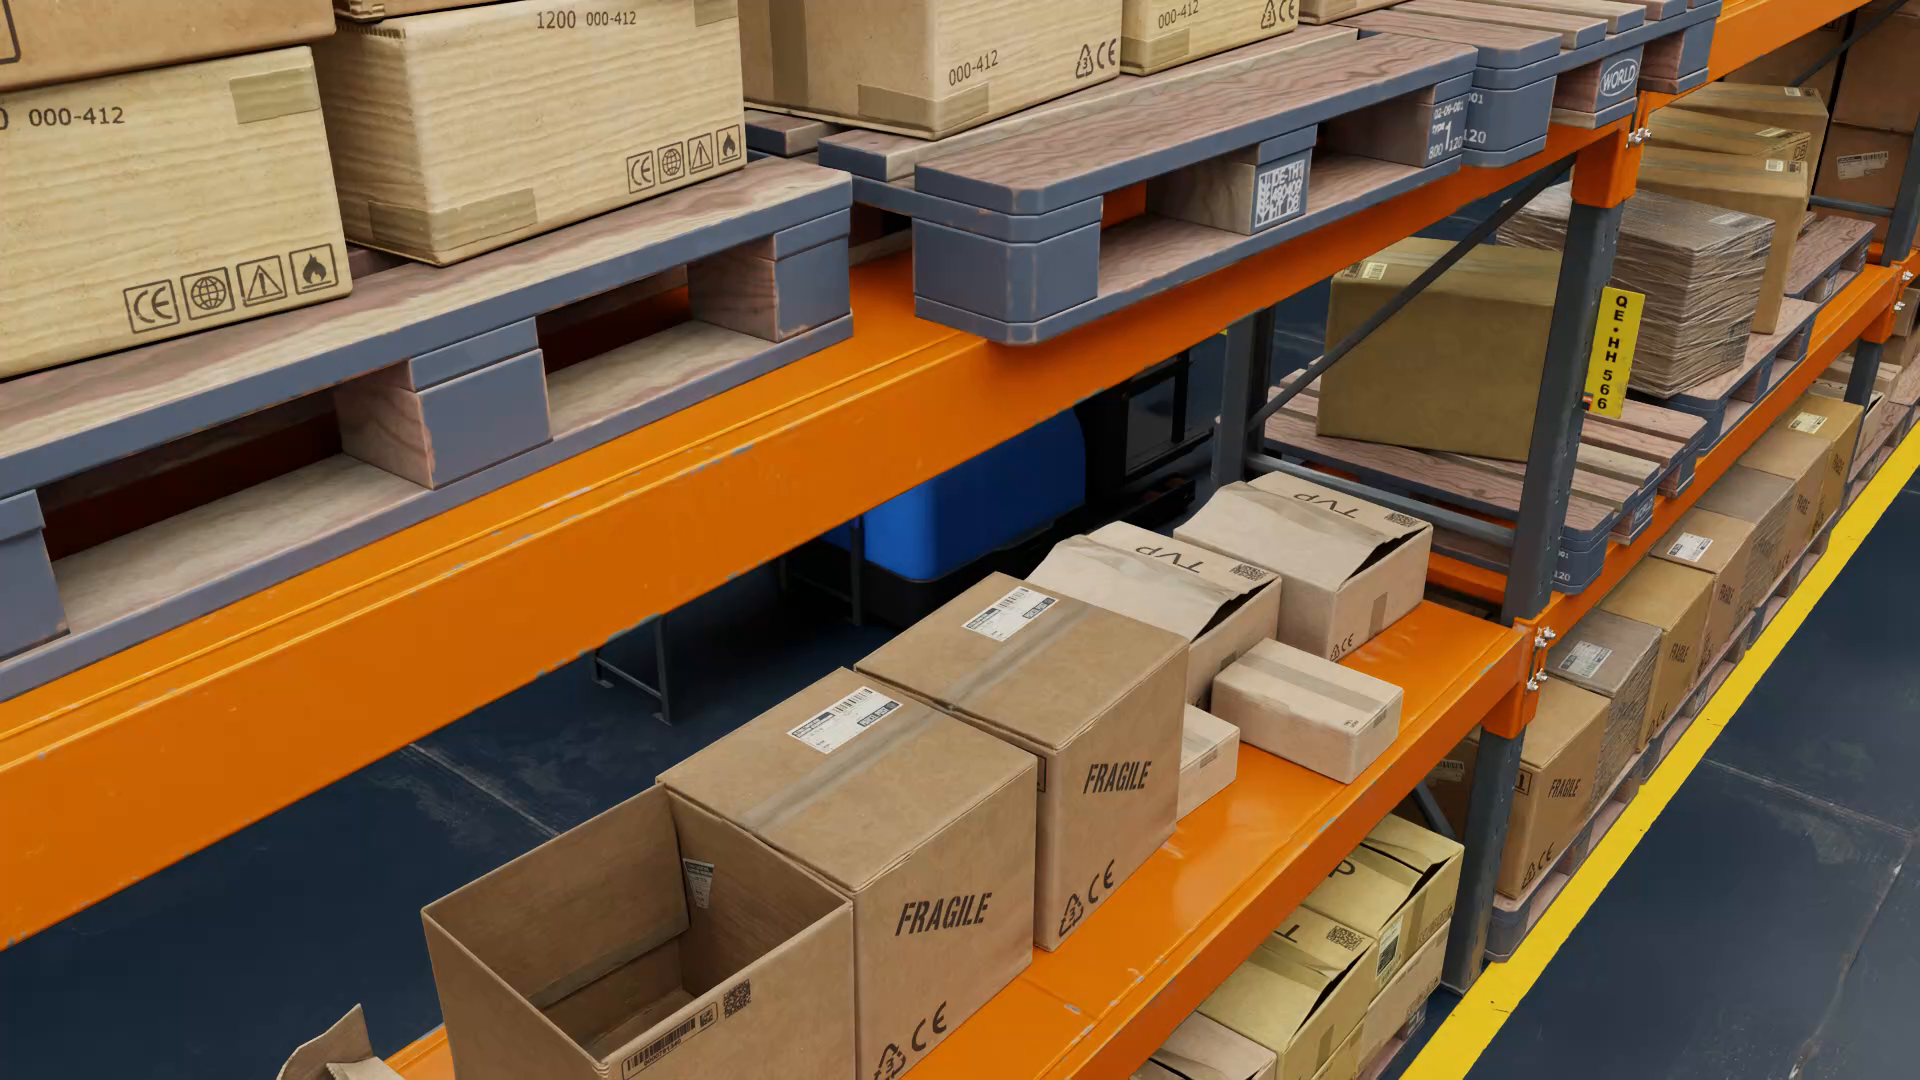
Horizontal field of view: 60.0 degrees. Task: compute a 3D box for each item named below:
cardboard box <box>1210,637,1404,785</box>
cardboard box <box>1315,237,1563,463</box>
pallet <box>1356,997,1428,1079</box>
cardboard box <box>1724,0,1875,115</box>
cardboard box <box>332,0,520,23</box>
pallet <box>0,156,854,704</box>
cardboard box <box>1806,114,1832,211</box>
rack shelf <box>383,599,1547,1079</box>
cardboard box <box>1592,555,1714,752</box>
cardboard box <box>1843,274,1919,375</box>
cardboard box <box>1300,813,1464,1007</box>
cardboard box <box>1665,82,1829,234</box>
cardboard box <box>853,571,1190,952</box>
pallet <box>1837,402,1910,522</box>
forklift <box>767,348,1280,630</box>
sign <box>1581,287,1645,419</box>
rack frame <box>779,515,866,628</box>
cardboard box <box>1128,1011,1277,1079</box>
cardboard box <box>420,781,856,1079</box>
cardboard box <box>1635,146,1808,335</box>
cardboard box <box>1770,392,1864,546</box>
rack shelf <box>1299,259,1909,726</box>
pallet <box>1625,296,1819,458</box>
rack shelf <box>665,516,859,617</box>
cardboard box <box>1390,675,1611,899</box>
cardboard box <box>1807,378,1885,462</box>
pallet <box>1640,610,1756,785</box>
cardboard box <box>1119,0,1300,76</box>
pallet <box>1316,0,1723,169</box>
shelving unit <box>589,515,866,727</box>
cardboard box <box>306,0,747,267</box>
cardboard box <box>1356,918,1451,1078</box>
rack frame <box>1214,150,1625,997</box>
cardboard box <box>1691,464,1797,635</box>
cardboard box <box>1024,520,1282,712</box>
[{"bbox_3d":[0.826,0.403,3.980,0.380,0.149,0.250,21,34,34],"label":"cardboard box"},{"bbox_3d":[1.498,-0.596,5.071,0.700,0.500,0.500,10,29,18],"label":"cardboard box"},{"bbox_3d":[0.631,1.410,4.794,1.003,0.211,1.213,21,34,34],"label":"pallet"},{"bbox_3d":[3.851,-2.270,7.677,0.500,0.500,0.500,21,34,35],"label":"cardboard box"},{"bbox_3d":[-0.592,-0.891,1.834,0.500,0.500,0.500,-25,36,-39],"label":"cardboard box"},{"bbox_3d":[-0.808,-0.254,1.920,0.805,0.209,1.217,19,33,32],"label":"pallet"},{"bbox_3d":[3.849,-1.823,7.901,0.500,0.500,0.500,21,34,35],"label":"cardboard box"},{"bbox_3d":[-0.087,0.920,3.490,1.077,0.370,4.000,21,34,34],"label":"rack shelf"},{"bbox_3d":[2.347,0.365,6.022,0.500,0.500,0.500,20,34,34],"label":"cardboard box"},{"bbox_3d":[4.920,-1.281,9.200,0.797,0.503,0.637,21,34,34],"label":"cardboard box"},{"bbox_3d":[1.042,0.935,4.604,0.500,0.311,0.500,22,34,36],"label":"cardboard box"},{"bbox_3d":[3.255,-1.655,7.119,0.700,0.500,0.500,9,29,18],"label":"cardboard box"},{"bbox_3d":[0.130,0.447,3.513,0.500,0.500,0.500,19,33,32],"label":"cardboard box"},{"bbox_3d":[4.167,-0.531,8.548,1.003,0.211,1.213,21,34,34],"label":"pallet"},{"bbox_3d":[0.486,-1.511,7.481,1.130,2.935,3.031,23,35,37],"label":"forklift"},{"bbox_3d":[1.615,-0.462,4.118,0.100,0.325,0.005,21,34,34],"label":"sign"},{"bbox_3d":[-0.596,-0.377,6.846,0.500,1.500,0.032,23,35,37],"label":"rack frame"},{"bbox_3d":[0.393,1.299,3.899,0.500,0.311,0.500,20,34,34],"label":"cardboard box"},{"bbox_3d":[-0.523,0.811,2.809,0.500,0.500,0.500,24,36,38],"label":"cardboard box"},{"bbox_3d":[2.653,-1.113,6.071,0.700,0.500,0.500,12,30,22],"label":"cardboard box"},{"bbox_3d":[3.636,-0.353,7.410,0.500,0.500,0.500,21,34,34],"label":"cardboard box"},{"bbox_3d":[2.457,-0.498,6.231,1.077,0.370,4.000,21,34,34],"label":"rack shelf"},{"bbox_3d":[2.418,-0.714,6.075,1.003,0.211,1.213,21,34,34],"label":"pallet"},{"bbox_3d":[-0.939,-0.044,6.595,0.538,0.185,1.000,23,35,37],"label":"rack shelf"},{"bbox_3d":[1.695,0.728,5.319,0.500,0.500,0.500,22,35,36],"label":"cardboard box"},{"bbox_3d":[4.163,-0.613,8.119,0.500,0.311,0.500,21,34,34],"label":"cardboard box"},{"bbox_3d":[2.465,0.446,6.659,1.003,0.211,1.213,21,34,34],"label":"pallet"},{"bbox_3d":[0.248,-0.993,2.846,0.500,0.250,0.500,20,33,33],"label":"cardboard box"},{"bbox_3d":[0.822,-1.090,3.534,1.213,0.211,1.003,23,35,37],"label":"pallet"},{"bbox_3d":[-0.939,-0.204,6.512,0.538,1.500,1.048,23,35,37],"label":"shelving unit"},{"bbox_3d":[-0.613,-0.554,1.997,0.500,0.250,0.500,17,32,30],"label":"cardboard box"},{"bbox_3d":[1.038,1.184,4.732,0.500,0.250,0.500,22,34,36],"label":"cardboard box"},{"bbox_3d":[1.185,-0.109,4.695,1.000,3.000,0.127,21,34,34],"label":"rack frame"},{"bbox_3d":[2.996,-0.003,6.732,0.500,0.500,0.500,21,34,35],"label":"cardboard box"},{"bbox_3d":[0.467,0.192,4.212,0.500,0.311,0.500,20,34,34],"label":"cardboard box"}]
